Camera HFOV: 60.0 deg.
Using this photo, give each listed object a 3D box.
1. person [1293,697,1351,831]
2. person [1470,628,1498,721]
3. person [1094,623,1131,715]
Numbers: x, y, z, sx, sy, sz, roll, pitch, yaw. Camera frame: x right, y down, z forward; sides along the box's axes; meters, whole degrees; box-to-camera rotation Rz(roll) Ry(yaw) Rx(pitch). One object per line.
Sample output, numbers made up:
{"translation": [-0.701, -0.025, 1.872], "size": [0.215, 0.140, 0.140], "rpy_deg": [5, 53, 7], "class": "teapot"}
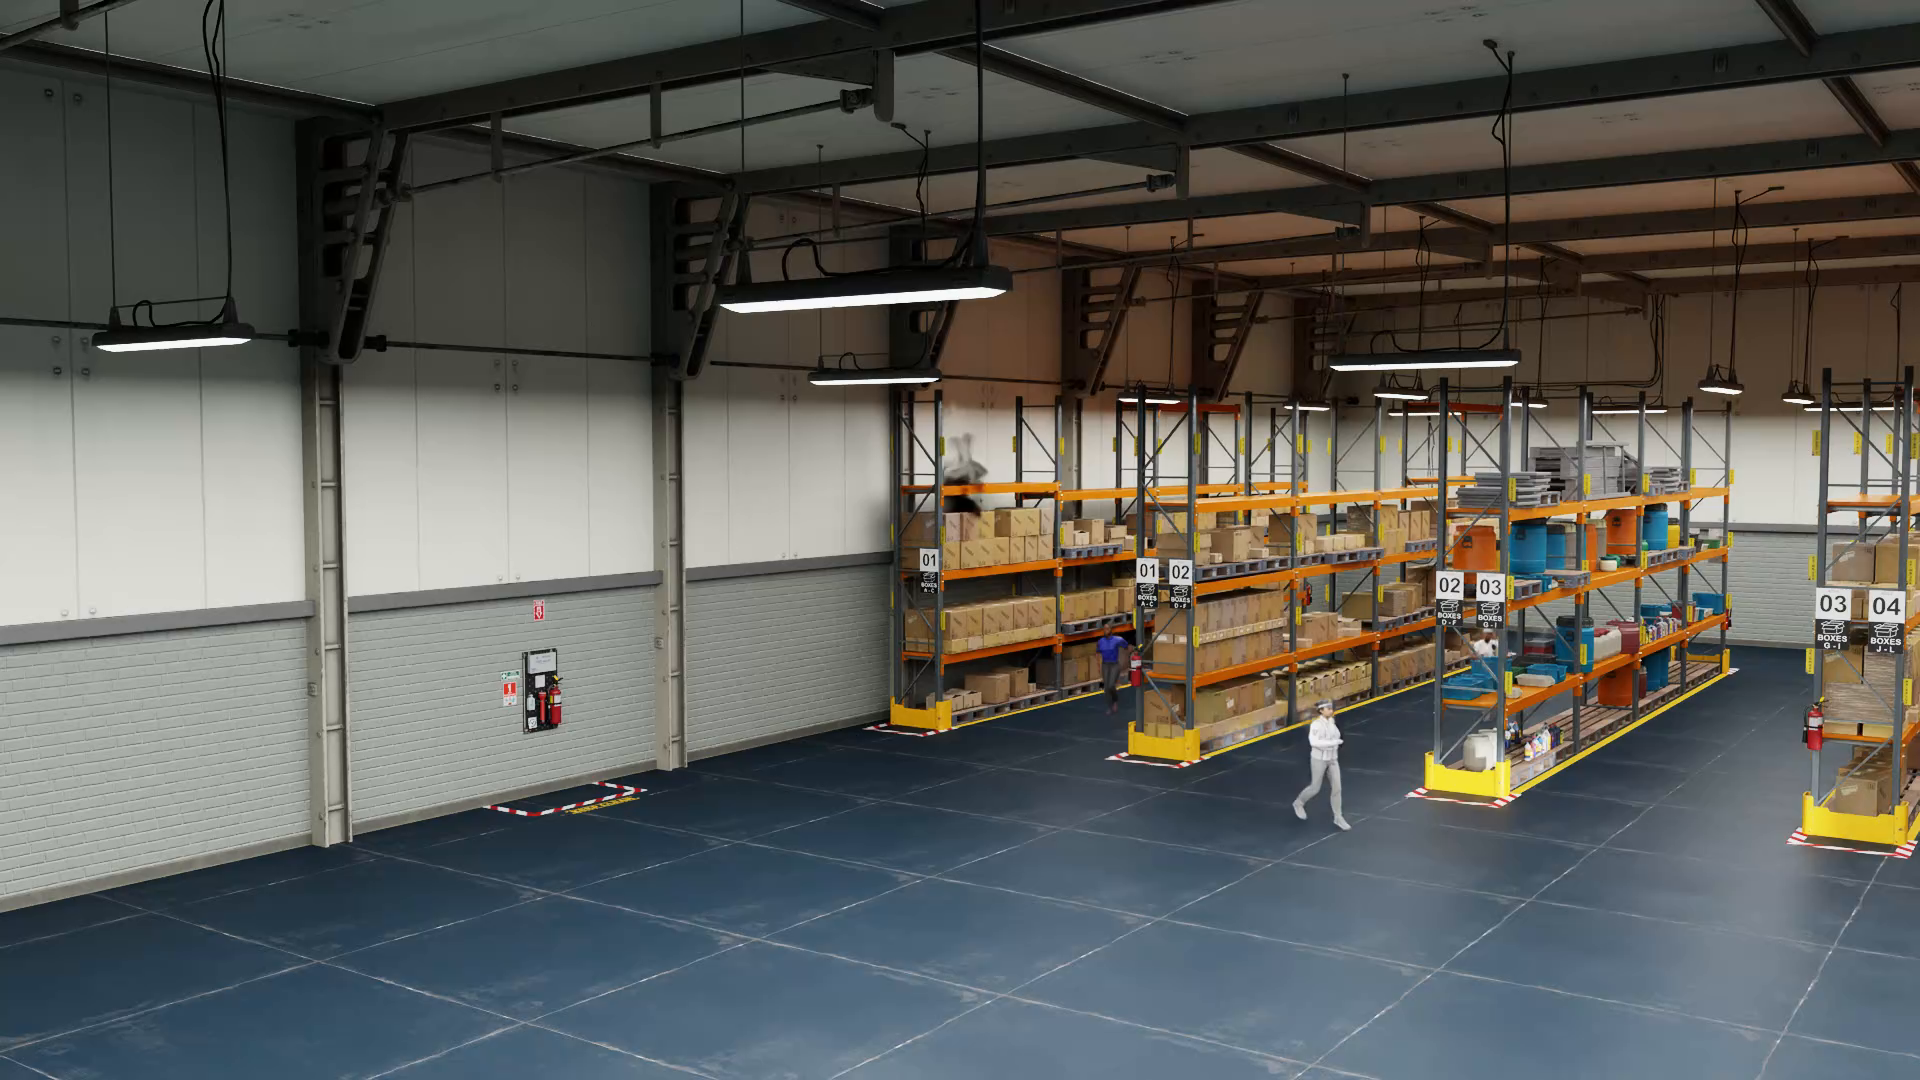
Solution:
{"translation": [4.769, 2.901, 21.858], "size": [0.638, 1.701, 0.897], "rpy_deg": [-2, 4, -37], "class": "person"}
{"translation": [9.675, 2.414, 30.532], "size": [0.604, 1.702, 0.900], "rpy_deg": [2, 4, 25], "class": "person"}
{"translation": [2.645, 2.273, 29.133], "size": [0.602, 1.637, 0.683], "rpy_deg": [2, 4, 29], "class": "person"}
